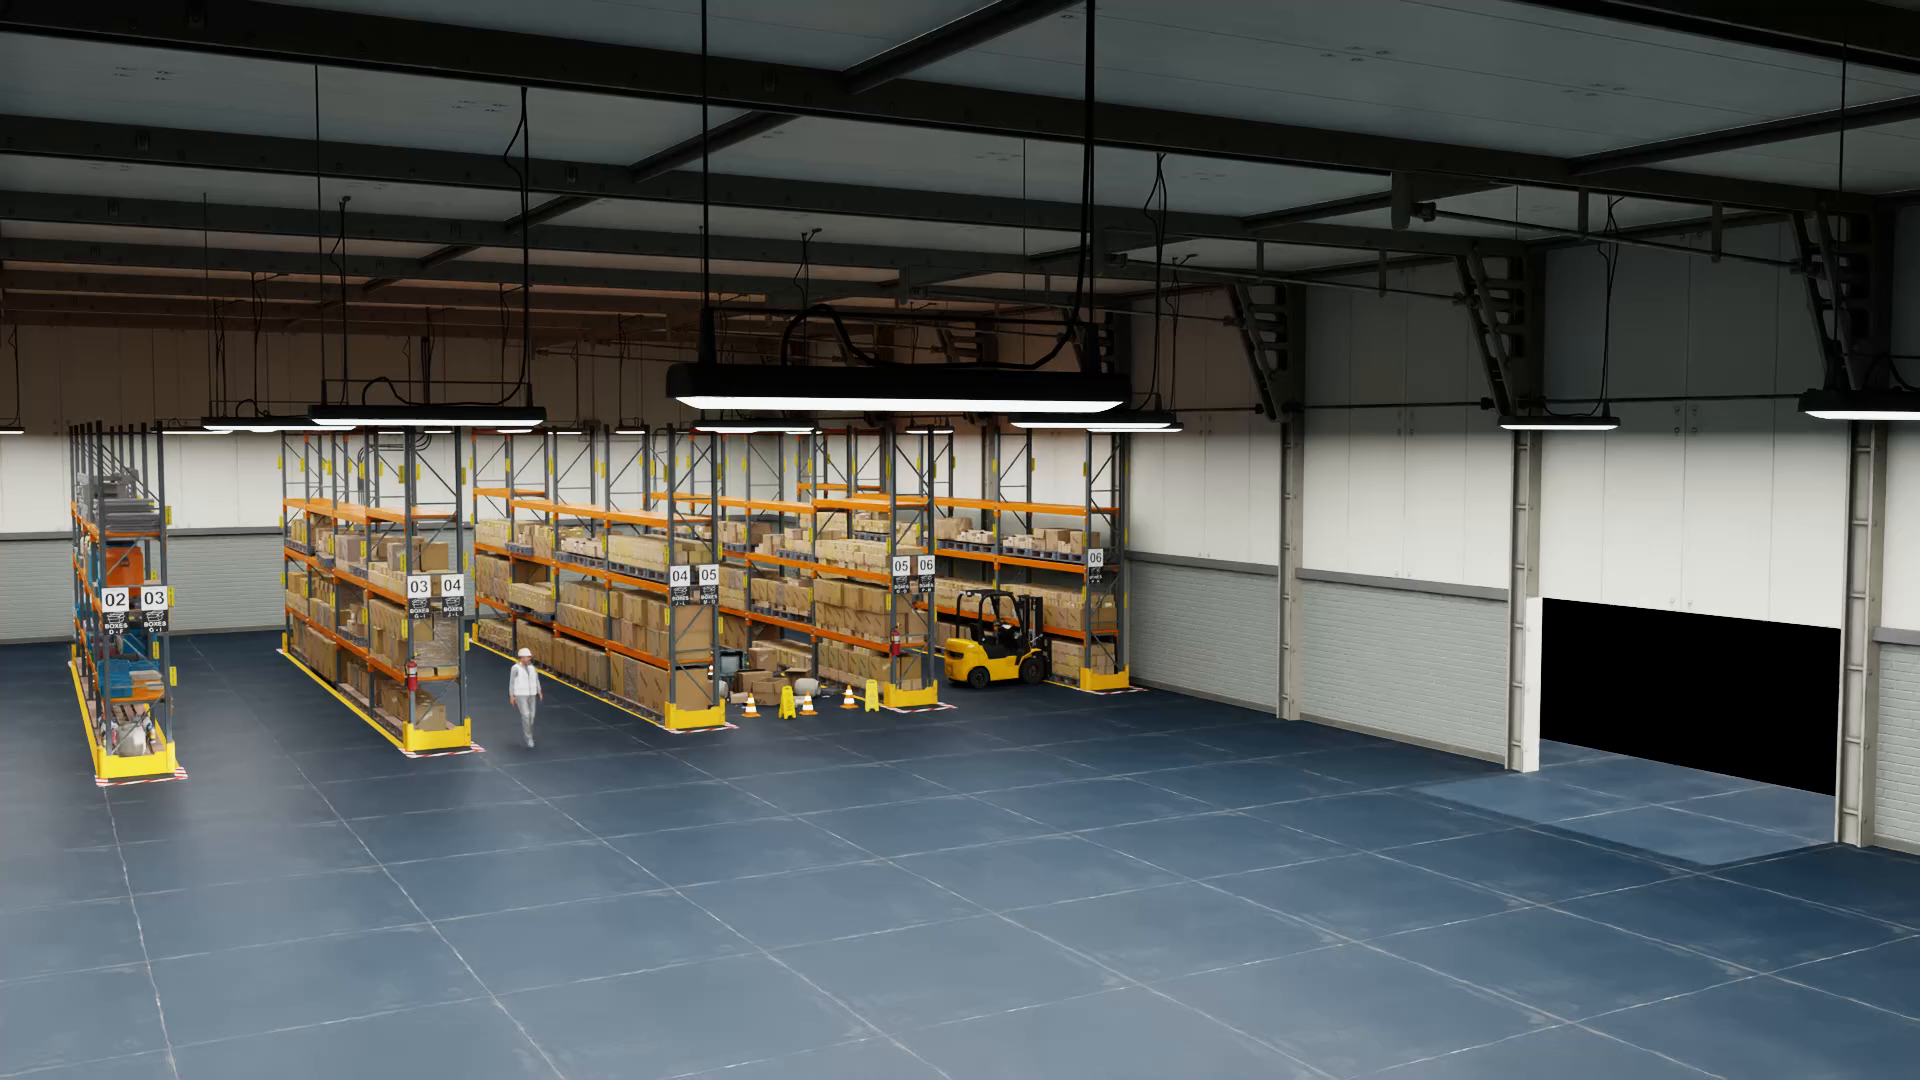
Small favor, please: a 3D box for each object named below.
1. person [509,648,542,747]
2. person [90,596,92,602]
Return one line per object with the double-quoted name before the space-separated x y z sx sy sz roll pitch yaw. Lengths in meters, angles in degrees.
"person" -8.037 2.931 31.072 0.676 1.789 0.561 3 5 42
"person" -23.793 2.011 45.733 0.956 1.748 0.573 0 4 -8
